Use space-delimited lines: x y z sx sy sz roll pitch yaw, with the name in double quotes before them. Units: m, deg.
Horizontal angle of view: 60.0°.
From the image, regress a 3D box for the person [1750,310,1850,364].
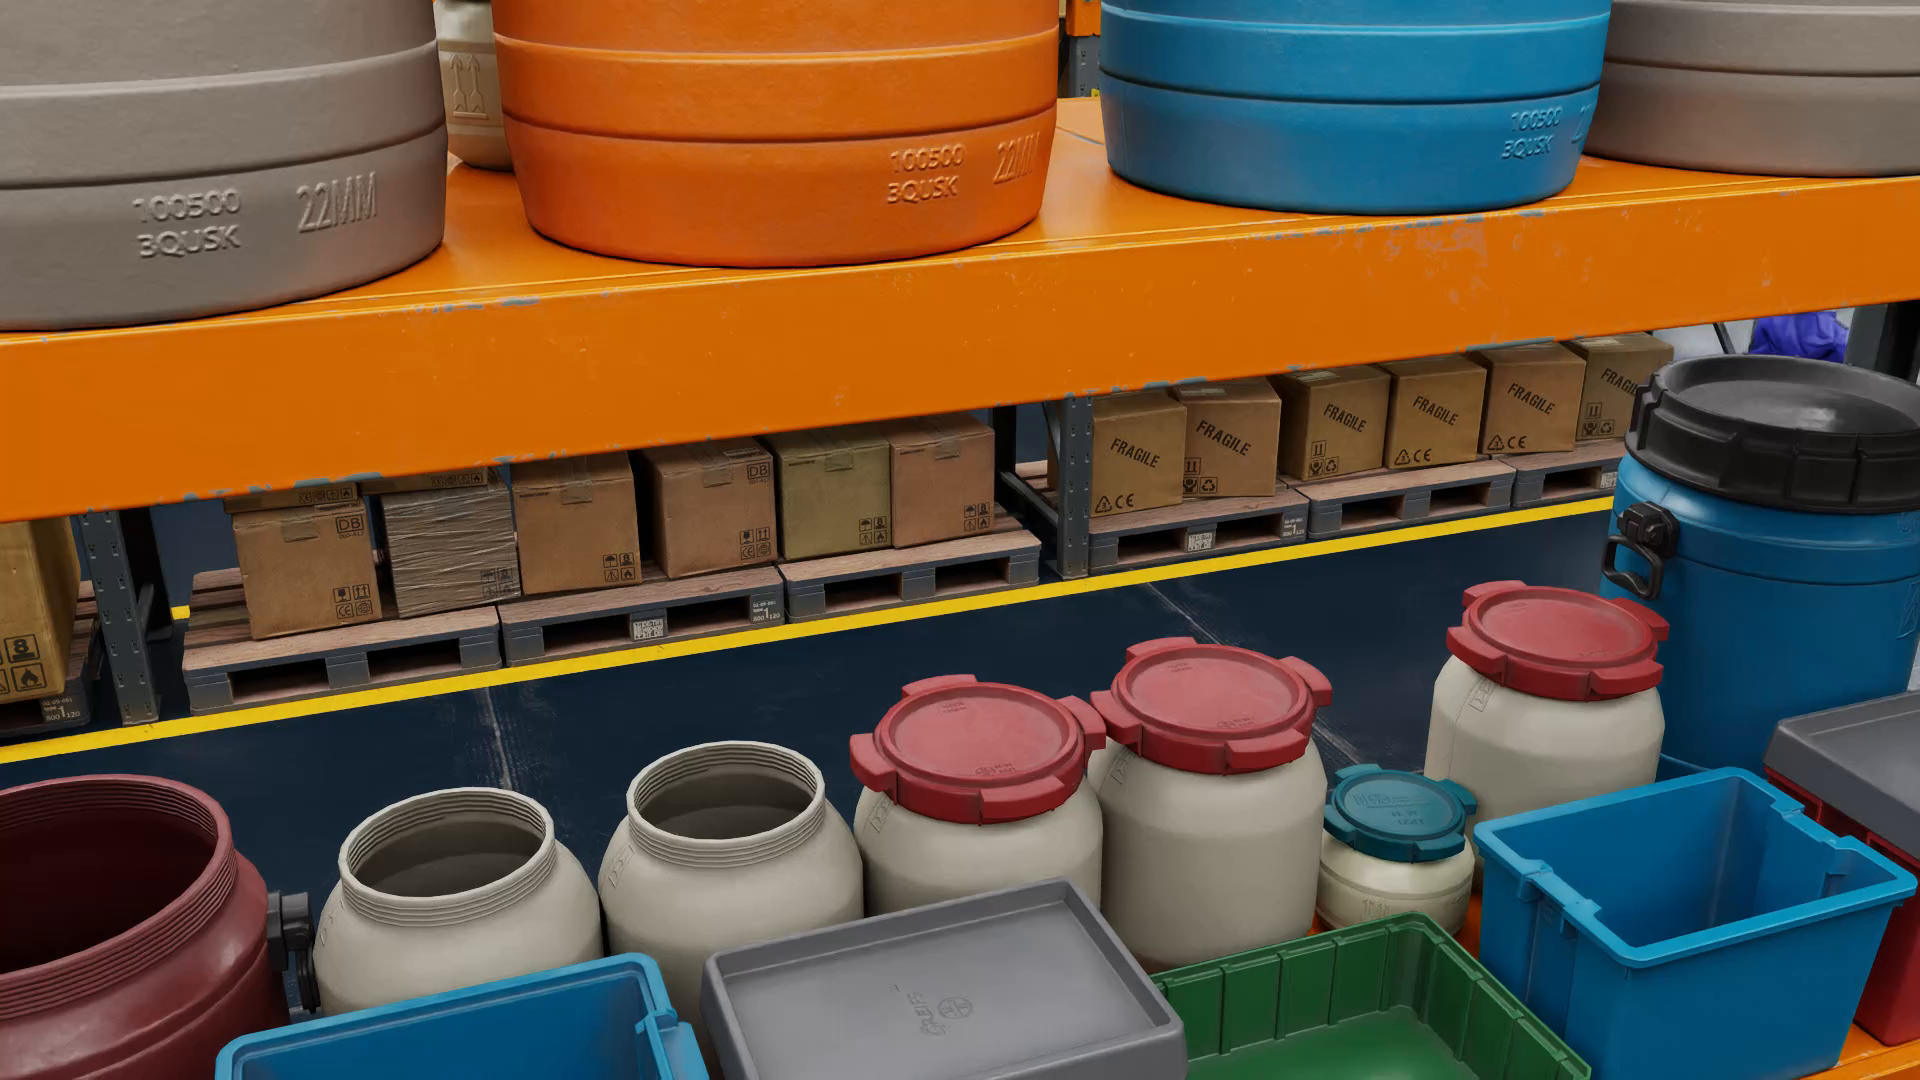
"person" 3.544 -0.388 7.048 0.487 1.705 0.482 -15 27 -31
